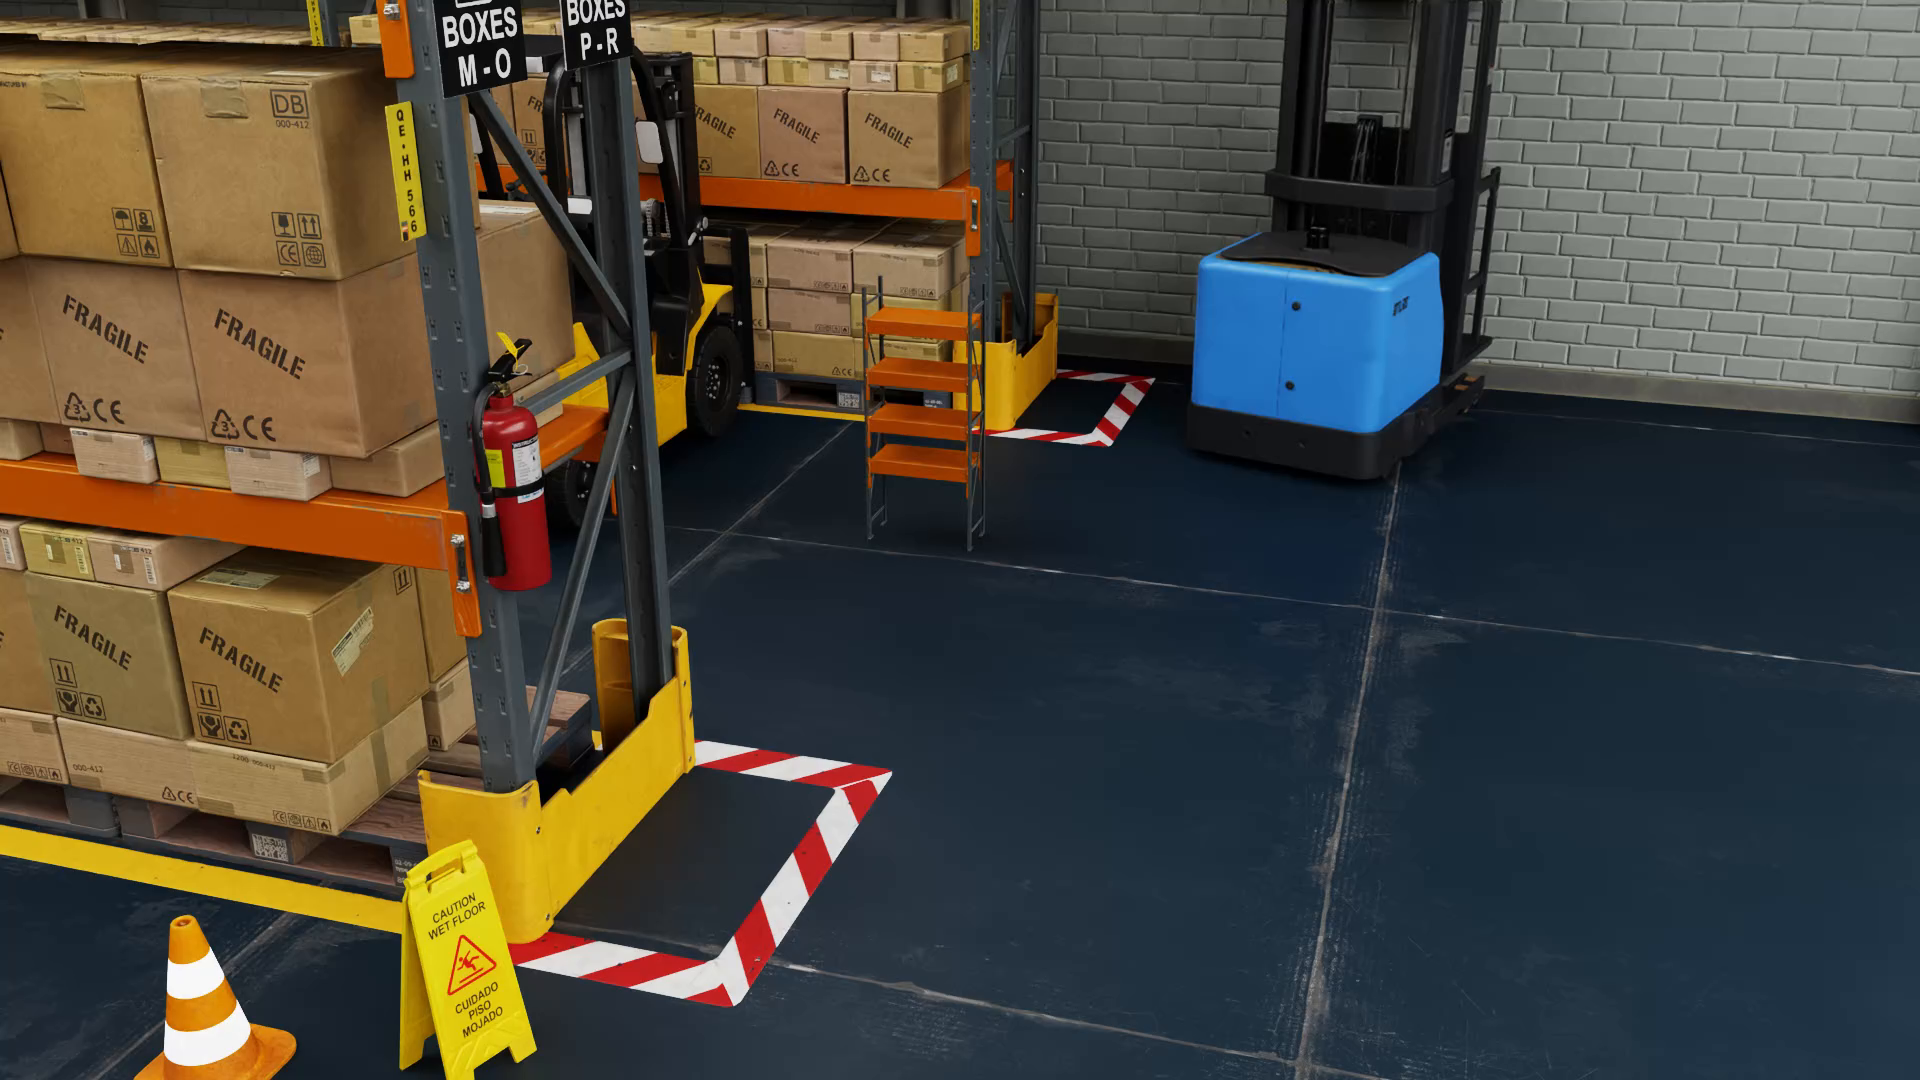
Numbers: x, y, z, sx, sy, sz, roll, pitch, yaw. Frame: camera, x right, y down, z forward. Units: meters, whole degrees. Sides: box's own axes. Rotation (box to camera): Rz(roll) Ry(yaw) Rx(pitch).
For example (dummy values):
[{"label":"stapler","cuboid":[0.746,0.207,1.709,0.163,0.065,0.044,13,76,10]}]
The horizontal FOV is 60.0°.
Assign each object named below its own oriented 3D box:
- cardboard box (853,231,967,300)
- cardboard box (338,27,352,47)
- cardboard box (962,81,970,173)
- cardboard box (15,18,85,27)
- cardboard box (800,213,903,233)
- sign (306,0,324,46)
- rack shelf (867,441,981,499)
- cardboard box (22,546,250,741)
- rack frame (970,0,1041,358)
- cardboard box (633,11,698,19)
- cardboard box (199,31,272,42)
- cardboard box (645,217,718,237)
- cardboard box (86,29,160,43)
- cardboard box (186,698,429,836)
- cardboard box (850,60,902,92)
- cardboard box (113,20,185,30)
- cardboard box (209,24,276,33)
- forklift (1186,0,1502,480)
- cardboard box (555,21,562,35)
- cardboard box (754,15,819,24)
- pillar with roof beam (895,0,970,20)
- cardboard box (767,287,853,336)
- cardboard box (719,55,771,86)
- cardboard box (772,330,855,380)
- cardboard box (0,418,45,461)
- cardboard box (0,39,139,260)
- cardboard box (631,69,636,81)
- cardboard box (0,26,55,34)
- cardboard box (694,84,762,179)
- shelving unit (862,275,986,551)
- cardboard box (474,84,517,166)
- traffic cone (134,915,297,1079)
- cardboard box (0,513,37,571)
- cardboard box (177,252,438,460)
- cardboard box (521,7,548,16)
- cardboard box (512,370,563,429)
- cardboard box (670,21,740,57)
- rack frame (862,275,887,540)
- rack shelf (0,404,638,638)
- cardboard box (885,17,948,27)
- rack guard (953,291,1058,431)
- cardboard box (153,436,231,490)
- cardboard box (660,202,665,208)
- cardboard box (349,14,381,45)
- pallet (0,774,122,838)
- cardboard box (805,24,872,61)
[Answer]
[{"label":"cardboard box","cuboid":[-0.277,-1.544,9.334,0.500,0.250,0.500,7,23,17]},{"label":"cardboard box","cuboid":[-3.850,-3.124,10.446,0.250,0.149,0.380,6,23,14]},{"label":"cardboard box","cuboid":[-0.140,-2.424,9.595,0.500,0.500,0.500,7,23,17]},{"label":"cardboard box","cuboid":[-6.039,-3.386,11.087,0.250,0.149,0.380,6,23,15]},{"label":"cardboard box","cuboid":[-0.631,-1.782,9.914,0.500,0.250,0.500,7,23,16]},{"label":"sign","cuboid":[-3.723,-2.962,9.616,0.005,0.325,0.100,7,23,16]},{"label":"rack shelf","cuboid":[-0.158,-0.327,7.687,0.480,0.148,0.258,7,23,16]},{"label":"cardboard box","cuboid":[-2.519,0.263,5.257,0.500,0.500,0.500,7,23,17]},{"label":"rack frame","cuboid":[0.254,-2.222,9.235,0.127,3.000,1.000,7,23,16]},{"label":"cardboard box","cuboid":[-1.732,-3.028,9.822,0.250,0.149,0.380,7,23,17]},{"label":"cardboard box","cuboid":[-4.438,-3.032,10.222,0.250,0.149,0.380,7,23,15]},{"label":"cardboard box","cuboid":[-1.736,-1.708,9.734,0.500,0.250,0.500,6,23,14]},{"label":"cardboard box","cuboid":[-5.198,-3.093,10.372,0.250,0.149,0.380,7,23,16]},{"label":"cardboard box","cuboid":[-2.051,0.666,5.264,0.500,0.250,0.500,6,23,15]},{"label":"cardboard box","cuboid":[-0.412,-2.522,8.980,0.250,0.149,0.380,7,23,16]},{"label":"cardboard box","cuboid":[-5.296,-3.308,10.895,0.250,0.149,0.380,7,23,16]},{"label":"cardboard box","cuboid":[-4.581,-3.220,10.682,0.250,0.149,0.380,6,23,15]},{"label":"forklift","cuboid":[2.406,-2.168,9.193,1.130,2.935,3.031,13,26,29]},{"label":"cardboard box","cuboid":[-2.100,-2.890,9.484,0.250,0.149,0.380,6,23,15]},{"label":"cardboard box","cuboid":[-0.995,-2.938,9.601,0.250,0.149,0.380,7,23,17]},{"label":"pillar with roof beam","cuboid":[-1.395,-3.838,5.268,0.400,9.000,9.100,7,23,16]},{"label":"cardboard box","cuboid":[-0.779,-1.374,9.579,0.500,0.250,0.500,6,23,15]},{"label":"cardboard box","cuboid":[-1.146,-2.616,9.209,0.250,0.149,0.380,6,23,14]},{"label":"cardboard box","cuboid":[-0.760,-1.139,9.664,0.500,0.250,0.500,7,23,15]},{"label":"cardboard box","cuboid":[-2.841,-0.380,5.075,0.250,0.149,0.380,6,23,15]},{"label":"cardboard box","cuboid":[-2.728,-1.118,4.703,0.500,0.500,0.700,6,23,15]},{"label":"cardboard box","cuboid":[-1.871,-2.700,9.413,0.250,0.149,0.380,6,23,14]},{"label":"cardboard box","cuboid":[-5.946,-3.166,10.549,0.250,0.149,0.380,7,23,17]},{"label":"cardboard box","cuboid":[-1.277,-2.343,9.399,0.500,0.500,0.500,6,23,14]},{"label":"shelving unit","cuboid":[-0.158,-0.573,7.587,0.503,1.200,0.258,7,23,16]},{"label":"cardboard box","cuboid":[-2.722,-2.512,9.811,0.500,0.500,0.500,7,23,16]},{"label":"traffic cone","cuboid":[-1.960,1.177,4.291,0.334,0.463,0.336,7,23,16]},{"label":"cardboard box","cuboid":[-2.881,-0.055,5.178,0.250,0.149,0.380,8,23,18]},{"label":"cardboard box","cuboid":[-1.775,-0.562,4.663,0.500,0.500,0.500,6,23,15]},{"label":"cardboard box","cuboid":[-2.697,-3.153,10.125,0.250,0.149,0.380,6,23,15]},{"label":"cardboard box","cuboid":[-1.441,-0.415,5.159,0.250,0.149,0.380,7,23,16]},{"label":"cardboard box","cuboid":[-1.400,-2.772,9.198,0.250,0.149,0.380,7,23,17]},{"label":"rack frame","cuboid":[-0.392,-0.600,7.652,0.015,1.200,0.240,7,23,16]},{"label":"rack shelf","cuboid":[-3.091,-0.305,5.509,4.000,0.370,1.077,7,23,16]},{"label":"cardboard box","cuboid":[-0.242,-2.873,9.442,0.250,0.149,0.380,7,23,17]},{"label":"rack guard","cuboid":[0.277,-1.063,9.703,0.348,0.500,1.175,7,23,16]},{"label":"cardboard box","cuboid":[-2.110,-0.289,4.853,0.250,0.149,0.380,6,23,15]},{"label":"cardboard box","cuboid":[-2.078,-1.951,10.327,0.500,0.250,0.500,7,23,16]},{"label":"cardboard box","cuboid":[-3.356,-3.002,9.758,0.250,0.149,0.380,7,23,17]},{"label":"pallet","cuboid":[-3.180,0.627,5.963,1.213,0.211,1.003,7,23,16]},{"label":"cardboard box","cuboid":[-0.653,-2.704,9.030,0.250,0.149,0.380,7,23,17]}]
